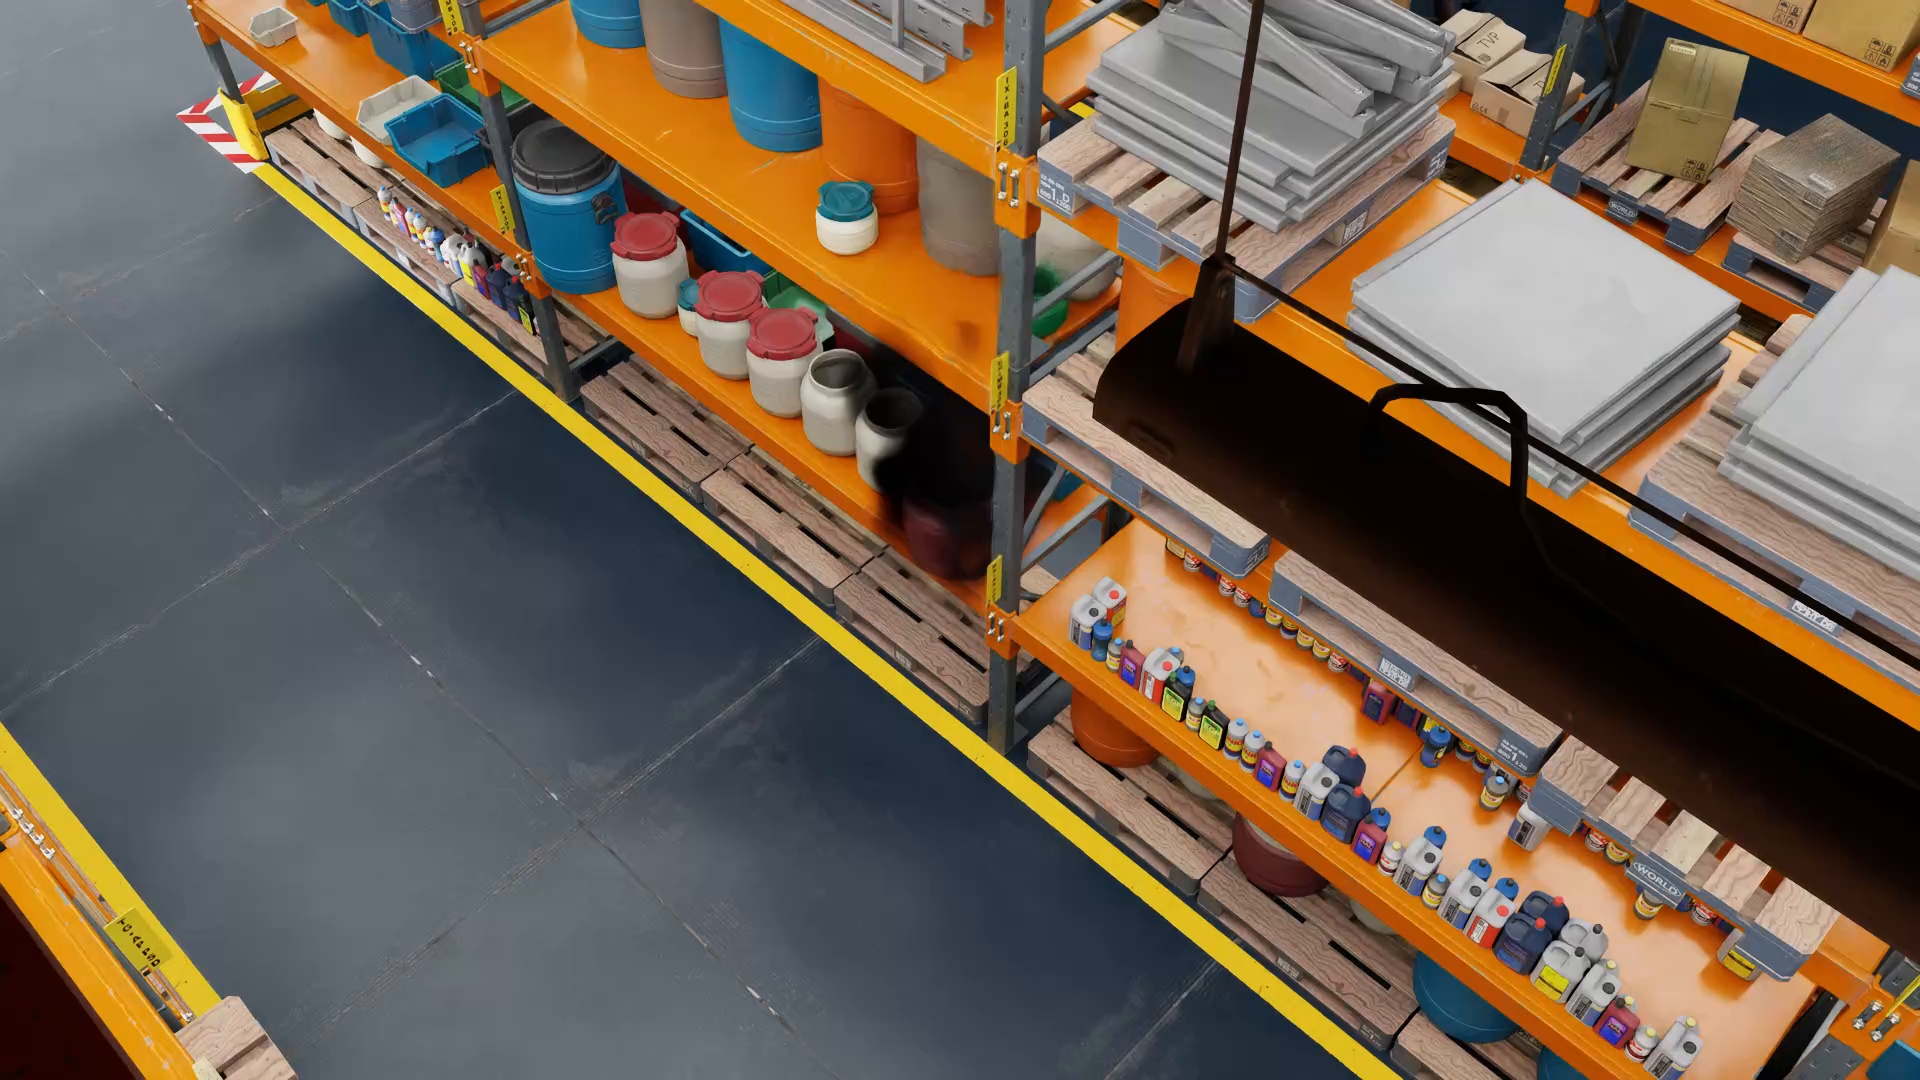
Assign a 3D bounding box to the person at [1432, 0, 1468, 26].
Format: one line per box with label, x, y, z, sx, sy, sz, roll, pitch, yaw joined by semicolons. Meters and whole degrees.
person;4.006;-4.815;13.419;0.490;1.425;0.643;28;55;21
